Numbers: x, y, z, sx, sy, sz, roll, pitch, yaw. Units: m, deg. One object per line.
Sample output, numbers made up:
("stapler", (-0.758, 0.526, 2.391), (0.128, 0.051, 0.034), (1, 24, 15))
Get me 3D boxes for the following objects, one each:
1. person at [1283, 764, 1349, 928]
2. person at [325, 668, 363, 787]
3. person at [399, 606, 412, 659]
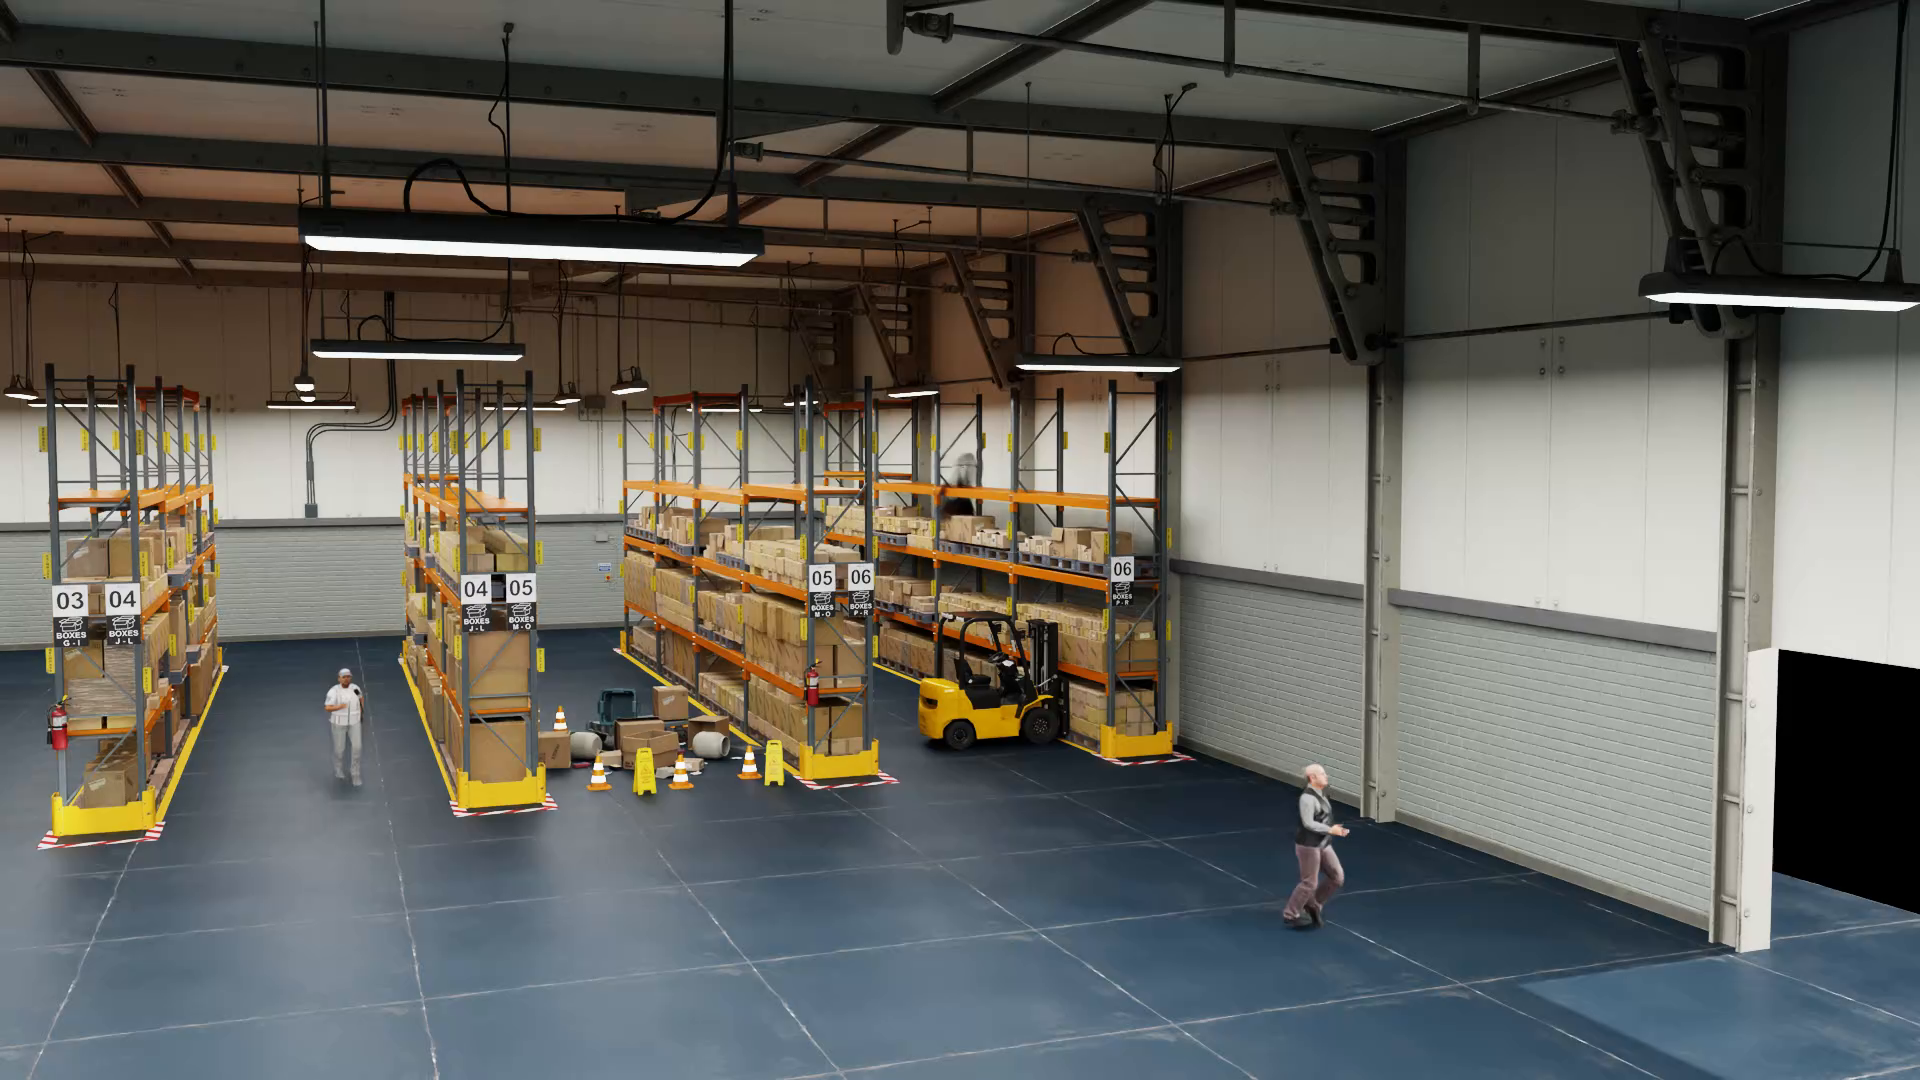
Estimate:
("person", (3.668, 3.160, 17.051), (0.692, 1.742, 0.685), (2, 4, 30))
("person", (-9.024, 2.741, 24.433), (0.590, 1.721, 0.726), (-2, 4, -31))
("person", (-12.691, 1.883, 38.782), (0.859, 1.702, 0.592), (-2, 4, -31))
